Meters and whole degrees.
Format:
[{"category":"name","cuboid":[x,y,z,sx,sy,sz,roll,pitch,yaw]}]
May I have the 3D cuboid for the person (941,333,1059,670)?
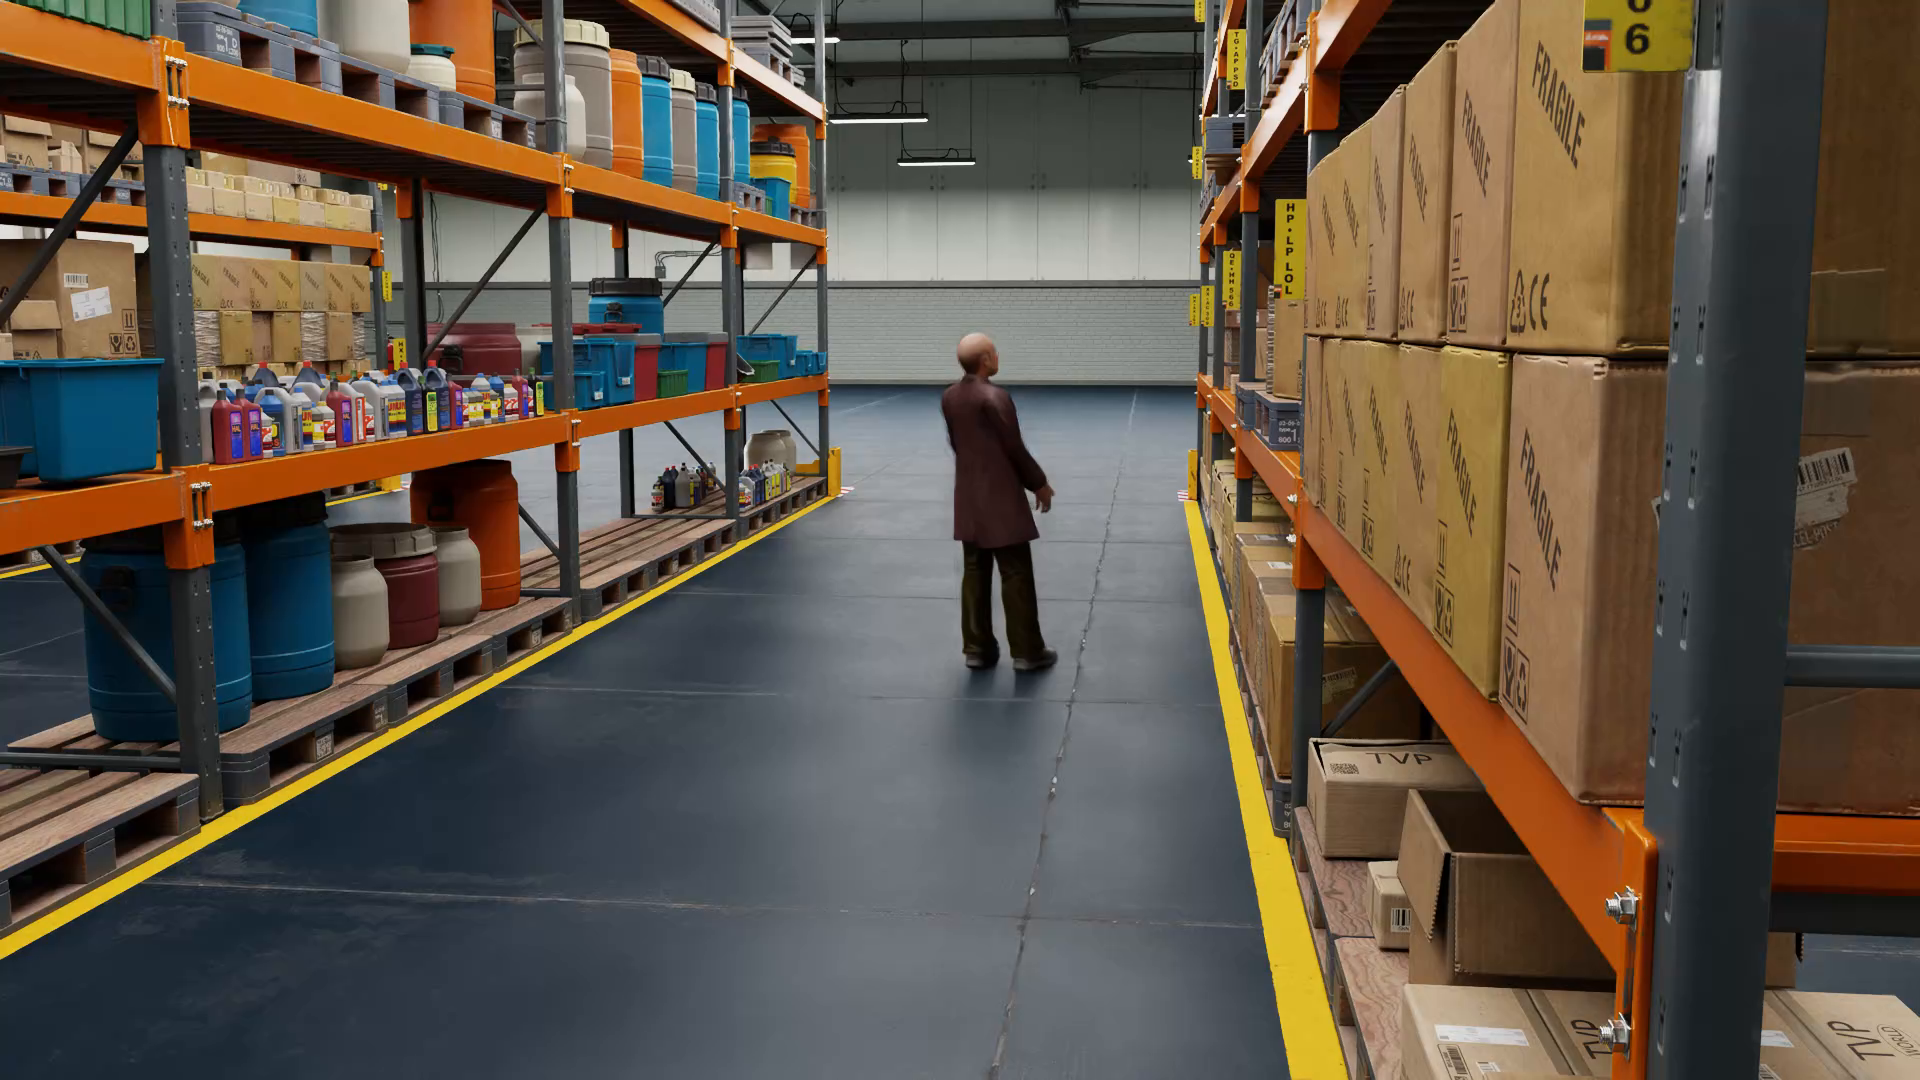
[{"category":"person","cuboid":[0.219,-0.213,8.907,0.564,1.780,0.576,-6,9,-38]}]
